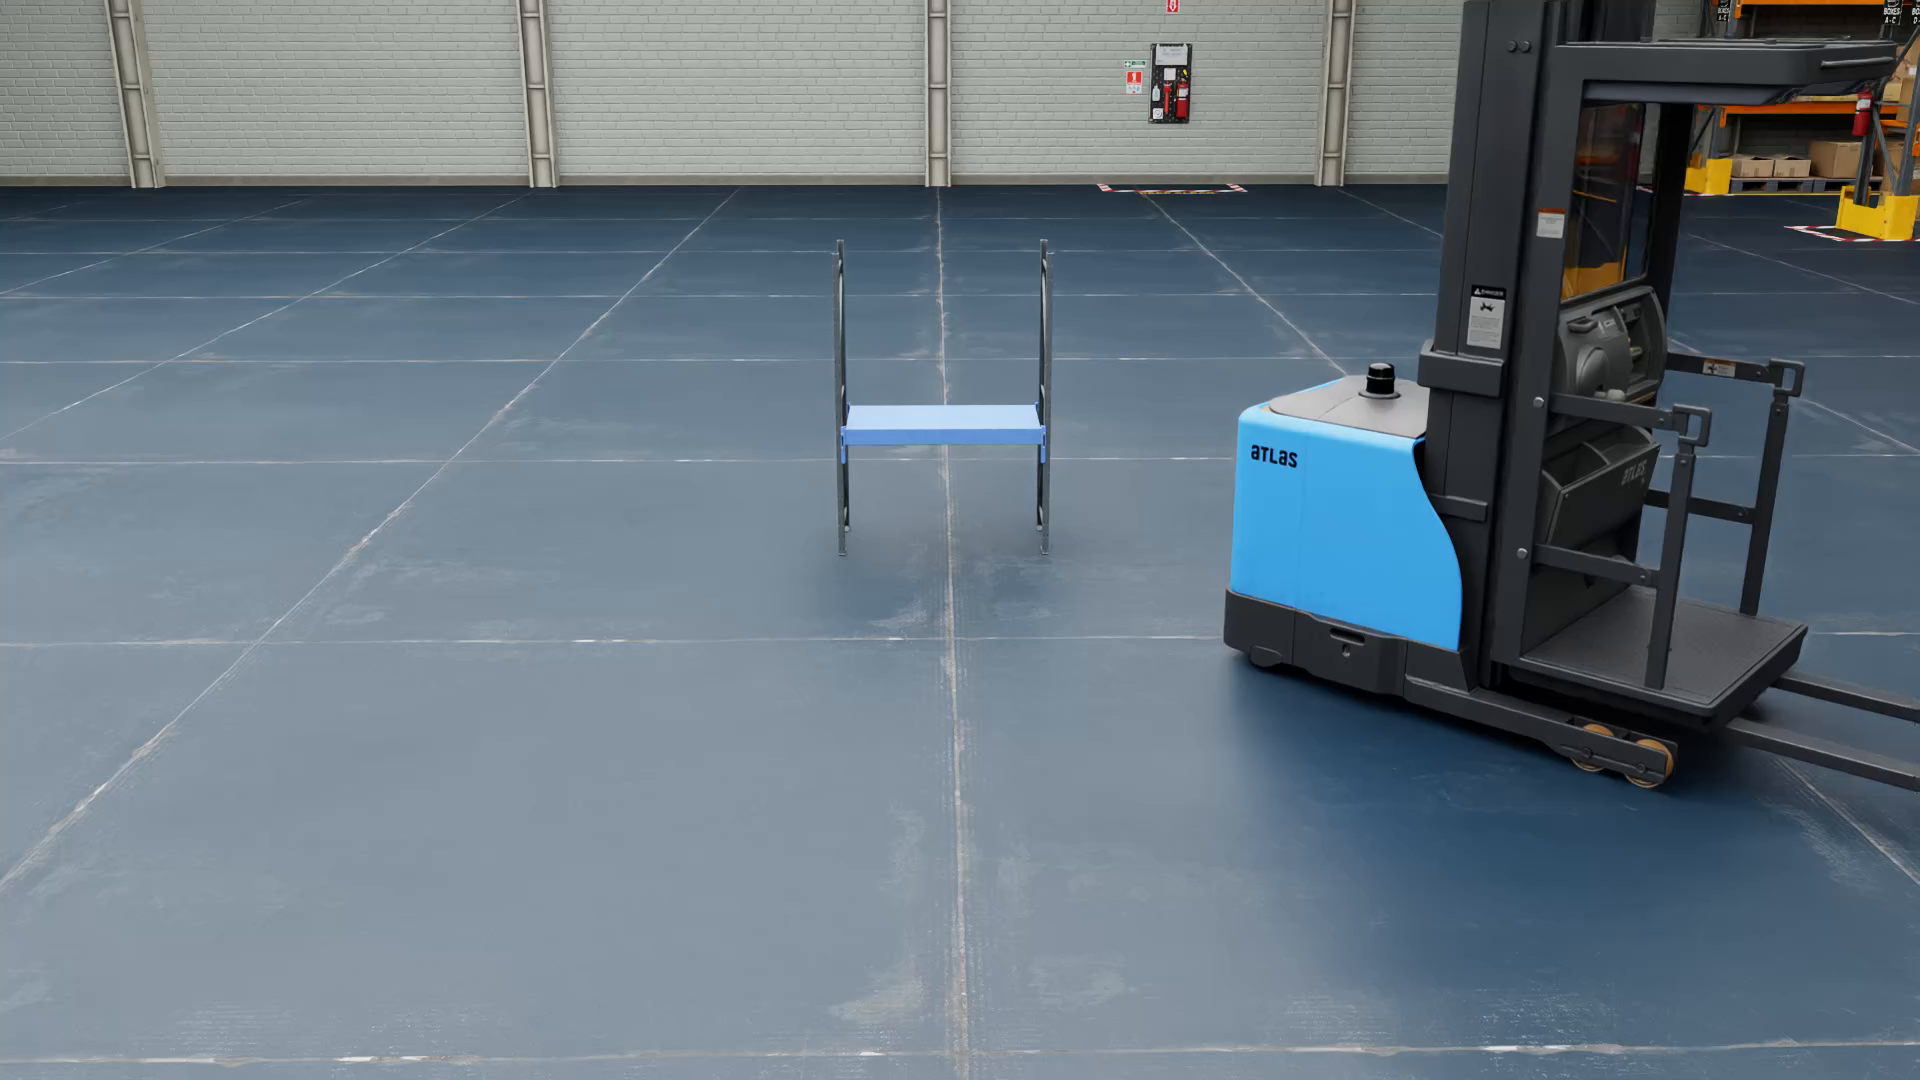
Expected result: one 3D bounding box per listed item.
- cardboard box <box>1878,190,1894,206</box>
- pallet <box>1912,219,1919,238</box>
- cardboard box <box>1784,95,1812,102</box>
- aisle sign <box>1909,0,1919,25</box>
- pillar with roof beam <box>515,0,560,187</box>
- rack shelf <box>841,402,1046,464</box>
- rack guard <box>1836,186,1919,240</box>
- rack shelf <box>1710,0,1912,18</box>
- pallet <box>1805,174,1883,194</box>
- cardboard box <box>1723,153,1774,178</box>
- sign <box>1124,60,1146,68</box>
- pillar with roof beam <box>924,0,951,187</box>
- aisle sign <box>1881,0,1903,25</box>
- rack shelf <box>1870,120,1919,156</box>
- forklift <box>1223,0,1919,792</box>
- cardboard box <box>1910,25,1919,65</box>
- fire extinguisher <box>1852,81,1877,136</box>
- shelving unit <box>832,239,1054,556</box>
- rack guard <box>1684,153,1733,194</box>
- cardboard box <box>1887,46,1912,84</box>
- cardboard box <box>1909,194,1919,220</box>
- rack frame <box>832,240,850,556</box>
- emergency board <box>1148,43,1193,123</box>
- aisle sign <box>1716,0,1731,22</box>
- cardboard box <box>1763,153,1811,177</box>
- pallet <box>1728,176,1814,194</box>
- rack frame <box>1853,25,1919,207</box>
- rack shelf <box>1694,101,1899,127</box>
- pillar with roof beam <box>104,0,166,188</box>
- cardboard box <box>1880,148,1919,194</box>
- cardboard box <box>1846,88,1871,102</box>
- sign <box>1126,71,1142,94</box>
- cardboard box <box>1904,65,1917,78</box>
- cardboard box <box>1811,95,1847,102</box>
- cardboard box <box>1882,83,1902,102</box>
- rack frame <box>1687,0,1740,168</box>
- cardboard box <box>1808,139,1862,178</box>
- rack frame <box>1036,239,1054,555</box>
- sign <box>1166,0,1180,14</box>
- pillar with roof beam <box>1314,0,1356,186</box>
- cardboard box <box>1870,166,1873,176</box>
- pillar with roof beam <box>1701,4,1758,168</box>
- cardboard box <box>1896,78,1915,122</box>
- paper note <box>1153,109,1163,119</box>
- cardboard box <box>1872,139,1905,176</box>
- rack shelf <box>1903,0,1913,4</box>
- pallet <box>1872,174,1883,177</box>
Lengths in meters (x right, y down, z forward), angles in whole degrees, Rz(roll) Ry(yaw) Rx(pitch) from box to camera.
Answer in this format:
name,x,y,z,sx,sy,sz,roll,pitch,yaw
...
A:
name,x,y,z,sx,sy,sz,roll,pitch,yaw
cardboard box,11.591,-4.121,20.297,0.500,0.250,0.500,0,18,-1
pallet,11.823,-3.826,20.129,1.213,0.211,1.003,0,18,-1
cardboard box,11.989,-6.501,24.114,0.500,0.250,0.500,-1,18,-3
aisle sign,10.999,-6.281,18.962,0.004,0.787,0.394,0,18,-1
pillar with roof beam,-6.266,-8.373,19.917,0.400,9.000,9.100,0,18,-1
rack shelf,-0.085,-0.542,8.372,1.000,0.185,0.538,0,18,-1
rack guard,11.036,-3.947,20.033,0.348,0.500,1.175,0,18,-1
rack shelf,12.977,-7.746,24.050,4.000,0.370,1.077,0,18,-1
pallet,13.083,-5.321,24.789,1.213,0.211,1.003,0,18,-1
cardboard box,11.671,-5.555,24.636,0.500,0.311,0.500,-2,18,-7
sign,2.643,-7.184,25.106,0.331,0.109,0.001,0,18,-1
pillar with roof beam,-0.267,-8.402,20.007,0.400,9.000,9.100,0,18,-1
aisle sign,10.989,-6.465,19.533,0.004,0.787,0.394,0,18,-1
rack shelf,13.059,-4.804,19.792,4.000,0.370,1.077,0,18,-1
forklift,2.540,-0.706,5.952,3.031,2.935,1.130,15,23,39
cardboard box,11.579,-5.801,19.434,0.500,0.500,0.700,0,18,-1
fire extinguisher,10.934,-5.242,20.104,0.183,0.674,0.296,0,18,-1
shelving unit,-0.085,-0.714,8.317,1.048,1.500,0.538,0,18,-1
rack guard,11.054,-5.460,24.751,0.348,0.500,1.175,0,18,-1
cardboard box,13.507,-6.865,24.022,0.500,0.500,0.500,-1,18,-2
cardboard box,11.599,-3.963,19.804,0.500,0.250,0.500,0,18,-1
rack frame,-0.594,-0.711,8.310,0.032,1.500,0.500,0,18,-1
emergency board,3.193,-6.889,25.111,0.643,1.169,0.194,0,18,-1
aisle sign,10.910,-7.796,23.684,0.004,0.787,0.394,0,18,-1
cardboard box,12.241,-5.558,24.645,0.500,0.311,0.500,1,18,4
pallet,11.866,-5.316,24.774,1.213,0.211,1.003,0,18,-1
rack frame,11.060,-5.137,19.652,0.127,3.000,1.000,0,18,-1
rack shelf,12.977,-6.317,24.508,4.000,0.370,1.077,0,18,-1
pillar with roof beam,-12.265,-8.344,19.826,0.400,9.000,9.100,0,18,-1
cardboard box,11.591,-4.479,20.184,0.500,0.500,0.500,0,18,-1
cardboard box,13.004,-6.503,24.122,0.500,0.250,0.500,0,18,0
sign,2.639,-6.935,25.196,0.234,0.329,0.001,0,18,-1
cardboard box,11.439,-5.554,19.725,0.250,0.149,0.380,-1,18,-2
cardboard box,12.499,-6.501,24.116,0.500,0.250,0.500,-1,18,-2
cardboard box,13.507,-6.506,24.131,0.500,0.250,0.500,0,18,-1
rack frame,10.978,-6.650,24.368,0.127,3.000,1.000,0,18,-1
cardboard box,12.975,-5.636,24.579,0.500,0.500,0.700,-1,18,-4
rack frame,0.423,-0.716,8.325,0.032,1.500,0.500,0,18,-1
sign,3.183,-8.023,24.852,0.199,0.298,0.001,0,18,-1
pillar with roof beam,5.733,-8.431,20.097,0.400,9.000,9.100,0,18,-1
cardboard box,13.378,-5.520,24.791,0.250,0.149,0.380,-2,18,-5
pillar with roof beam,11.732,-8.460,20.187,0.400,9.000,9.100,0,18,-1
cardboard box,11.526,-5.183,19.631,0.500,0.500,0.700,0,18,-1
paper note,3.015,-6.489,25.309,0.142,0.148,0.016,0,18,-1
cardboard box,13.940,-5.672,24.689,0.500,0.500,0.500,-2,18,-5
rack shelf,13.059,-6.233,19.334,4.000,0.370,1.077,0,18,-1
pallet,14.306,-5.328,24.810,1.213,0.211,1.003,0,18,-1
